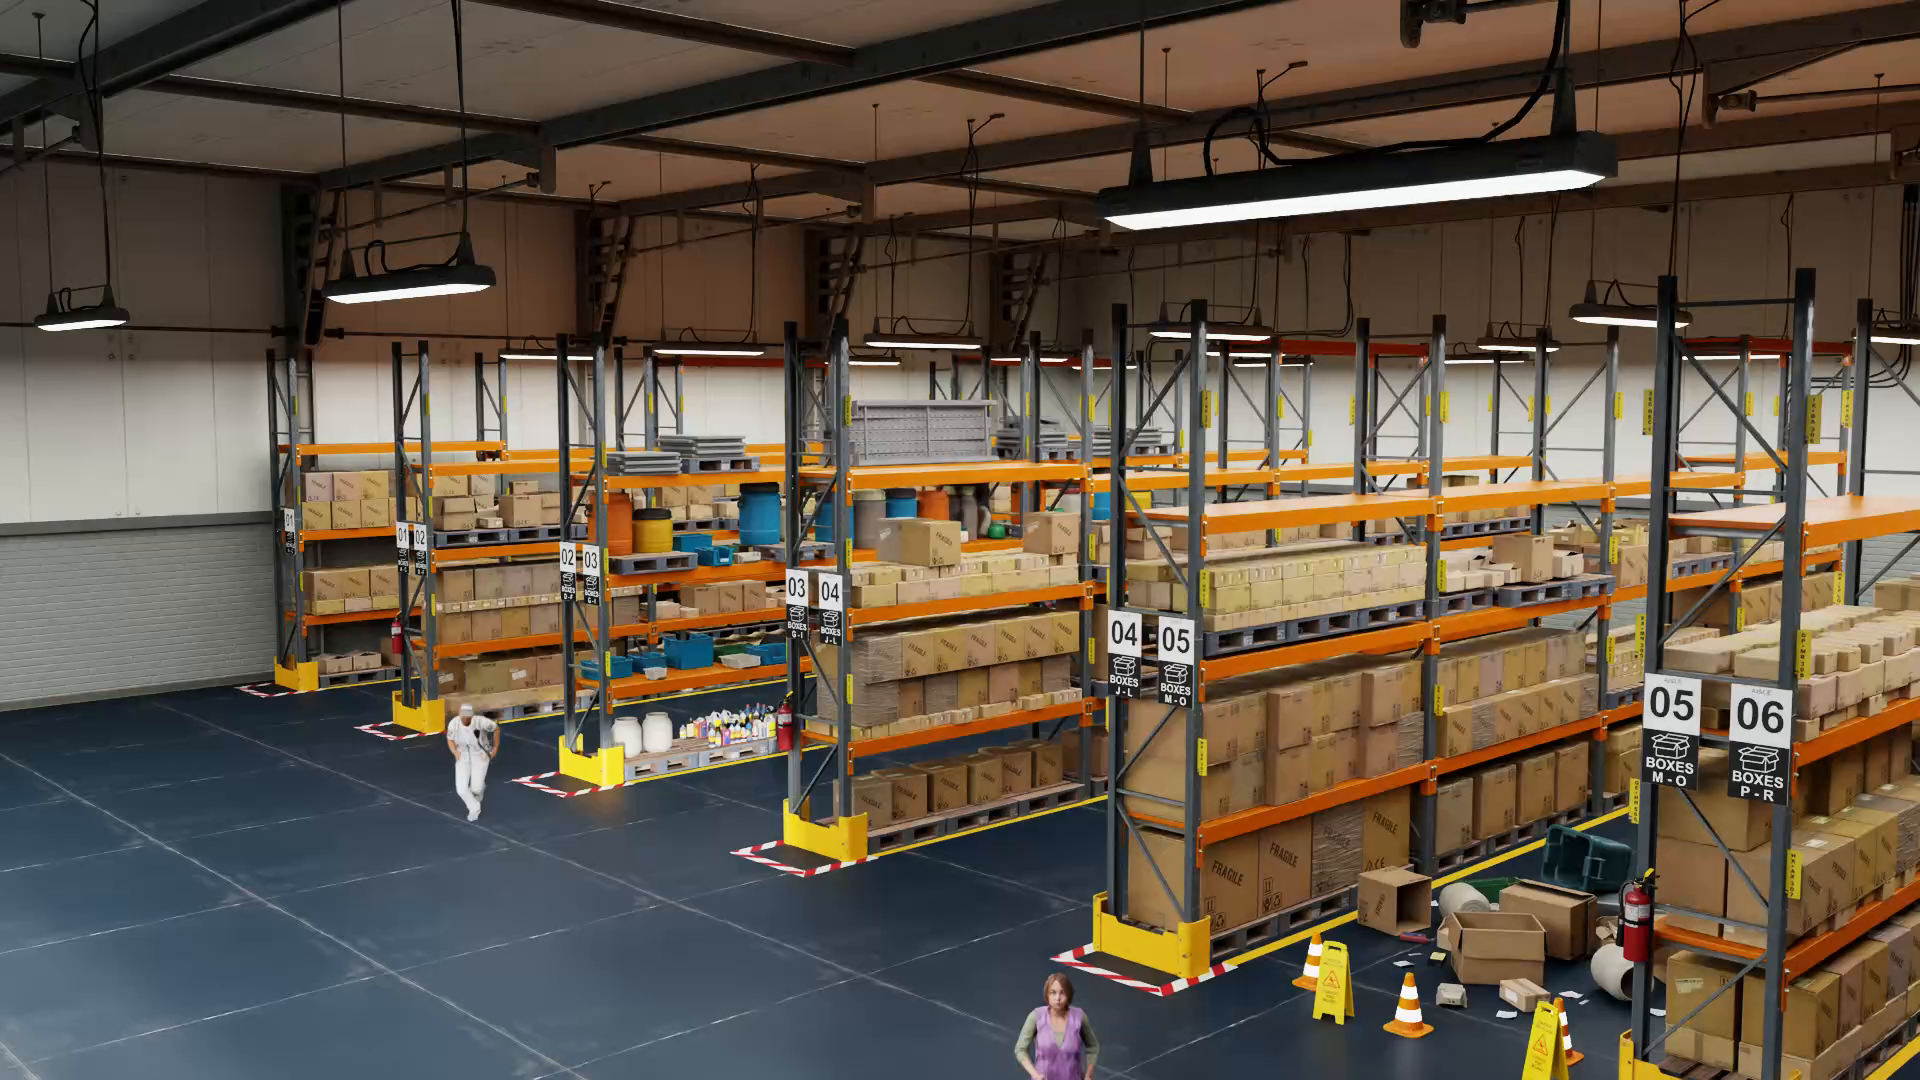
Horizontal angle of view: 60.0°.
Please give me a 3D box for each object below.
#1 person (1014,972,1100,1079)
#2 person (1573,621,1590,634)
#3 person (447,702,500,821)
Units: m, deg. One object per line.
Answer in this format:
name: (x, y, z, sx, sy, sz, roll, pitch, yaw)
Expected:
person: (0.612, 3.481, 10.497, 0.542, 1.559, 0.625, 0, 5, 1)
person: (9.280, 2.120, 24.945, 0.642, 1.840, 0.762, 4, 7, 41)
person: (-5.916, 2.682, 20.265, 0.615, 1.517, 0.867, -1, 5, -6)
